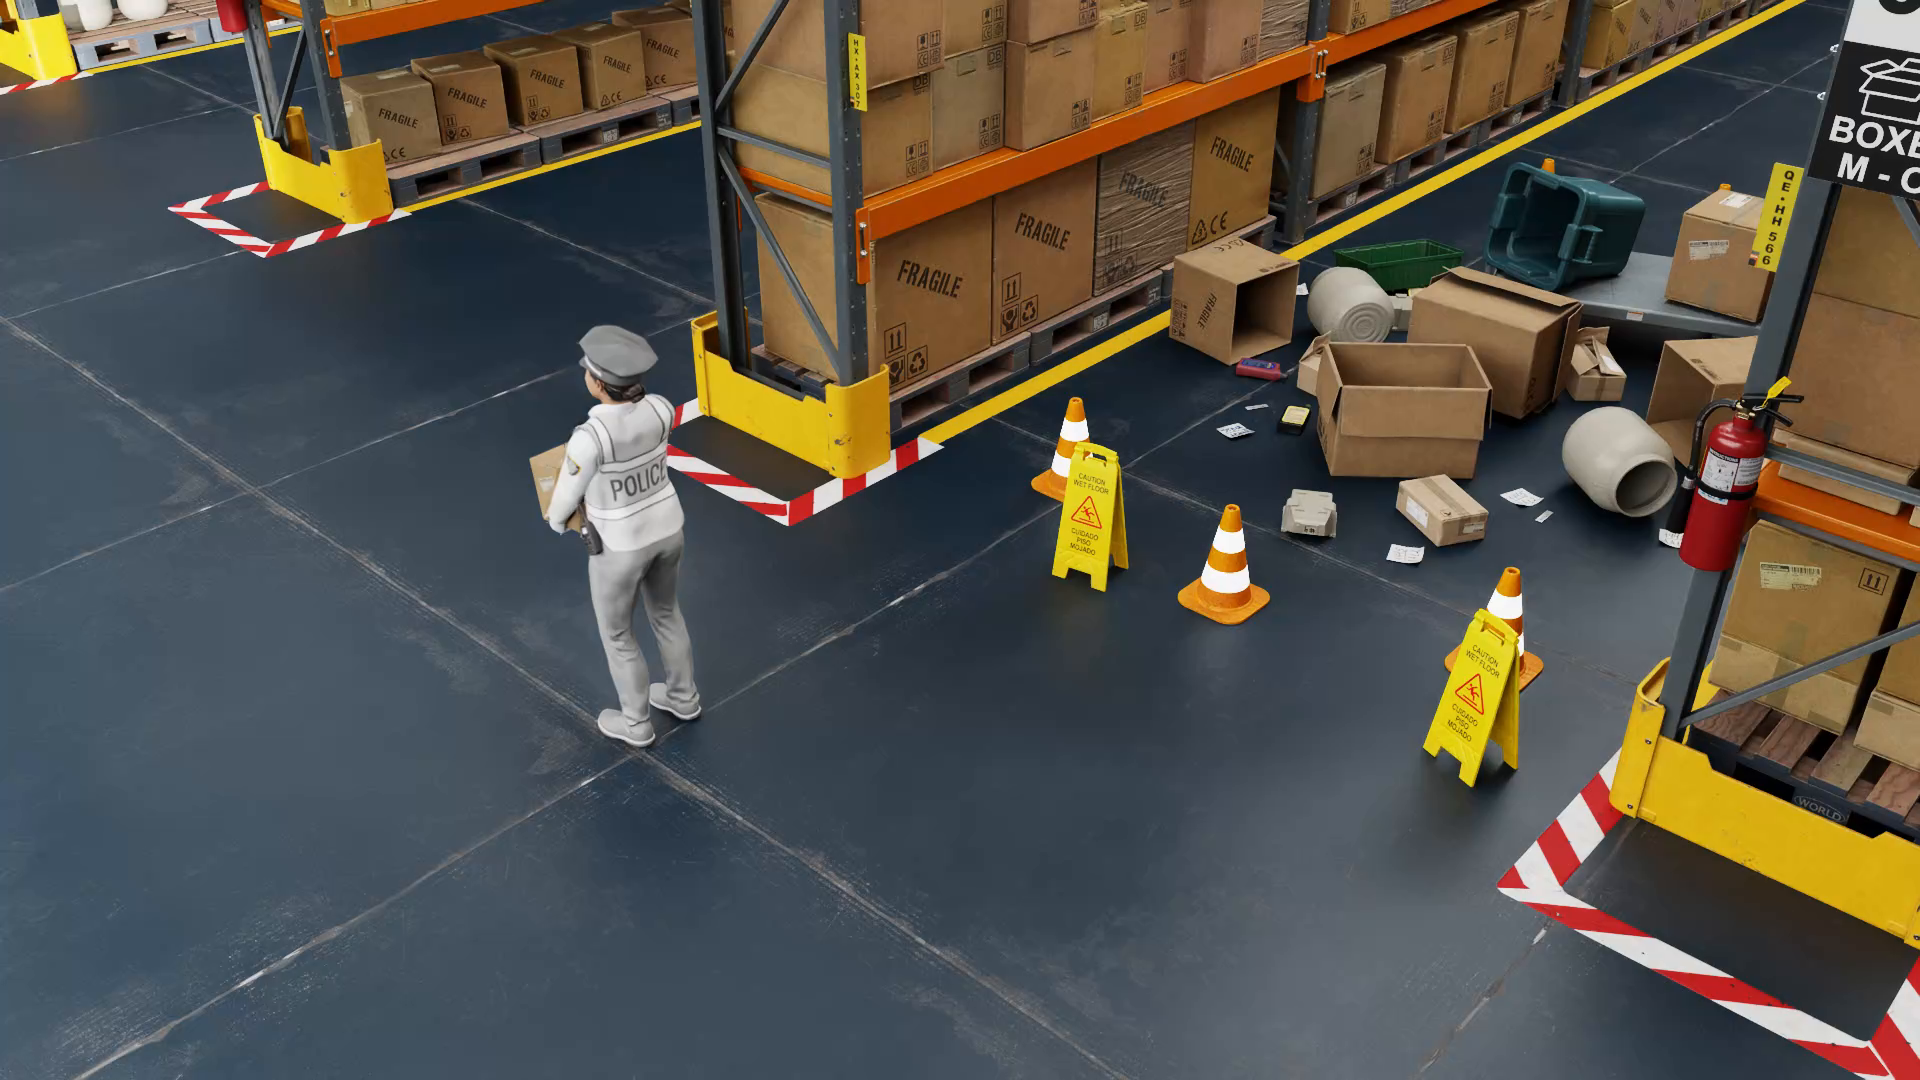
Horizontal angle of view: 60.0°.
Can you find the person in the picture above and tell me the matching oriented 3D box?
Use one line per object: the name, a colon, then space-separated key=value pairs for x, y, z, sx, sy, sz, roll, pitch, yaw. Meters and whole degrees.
person: x=-1.269 y=-0.028 z=6.161 sx=0.515 sy=1.691 sz=0.434 roll=25 pitch=39 yaw=34
